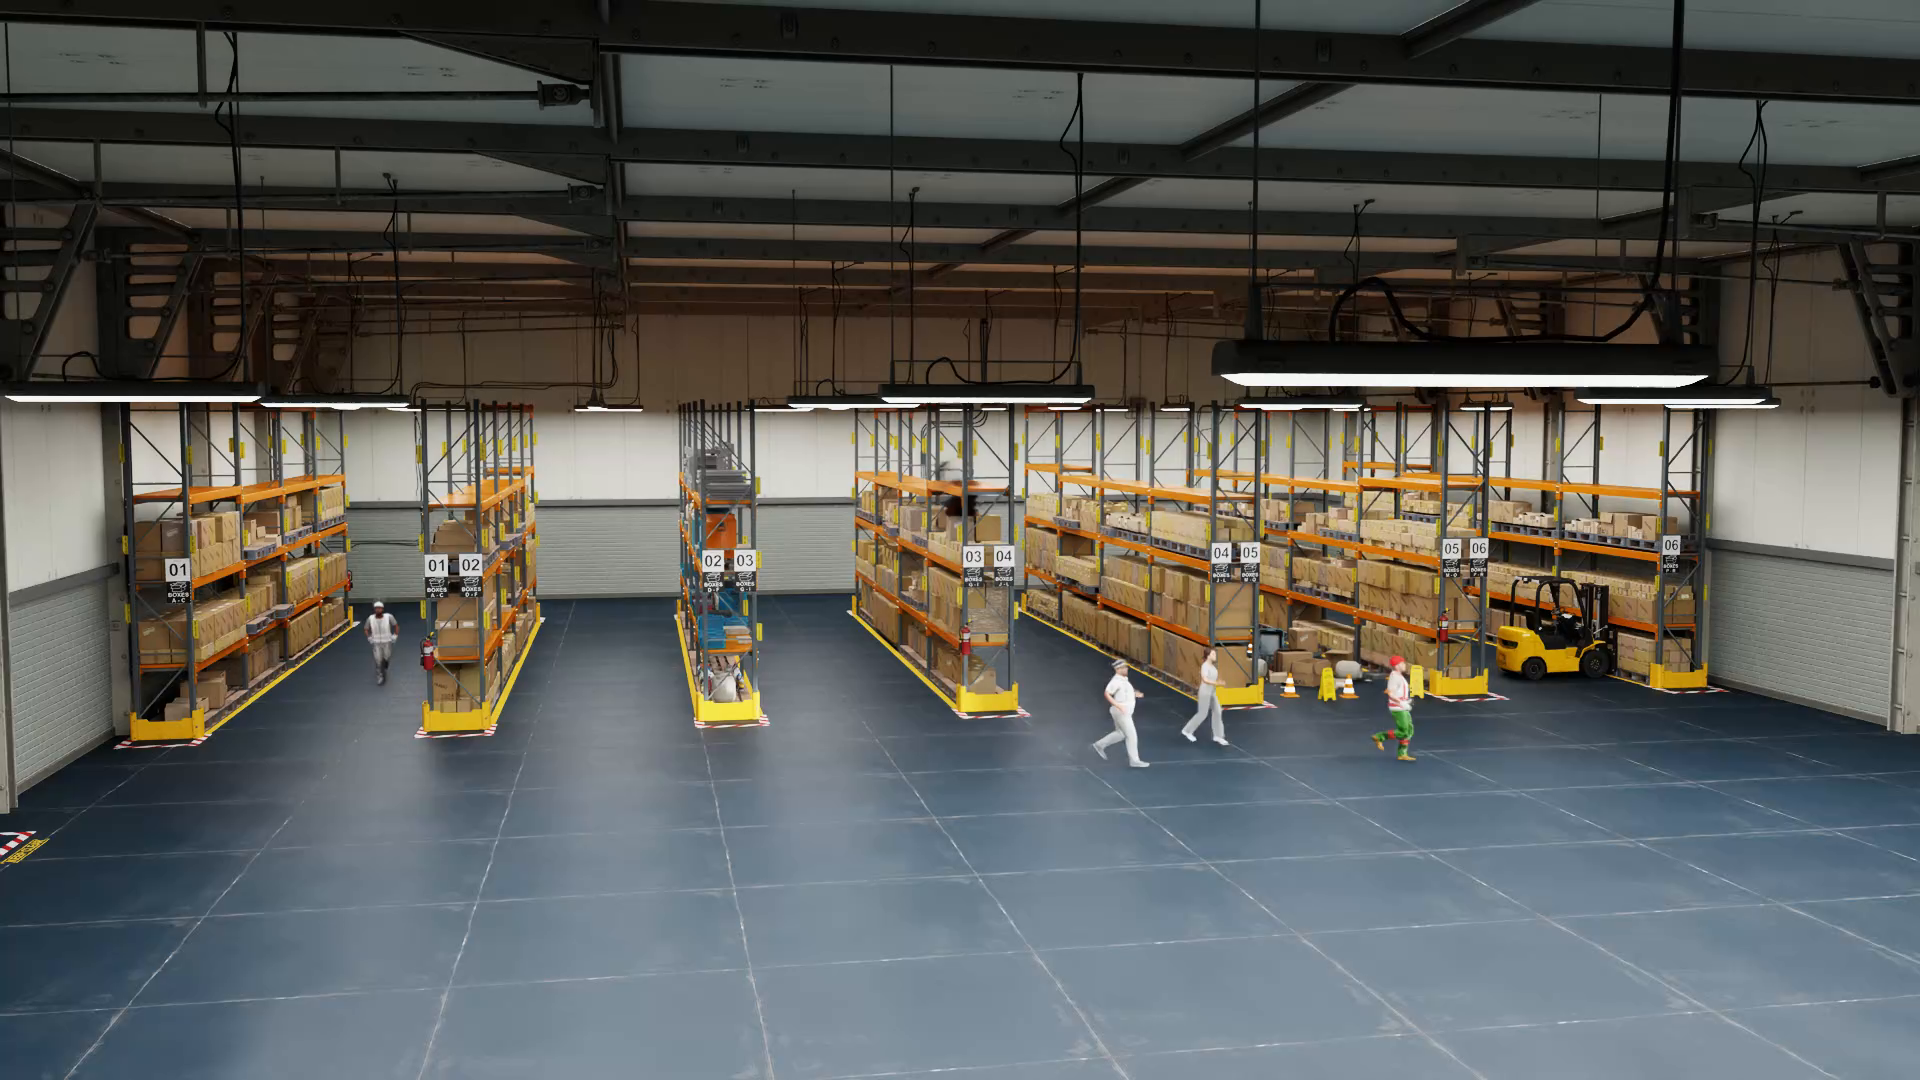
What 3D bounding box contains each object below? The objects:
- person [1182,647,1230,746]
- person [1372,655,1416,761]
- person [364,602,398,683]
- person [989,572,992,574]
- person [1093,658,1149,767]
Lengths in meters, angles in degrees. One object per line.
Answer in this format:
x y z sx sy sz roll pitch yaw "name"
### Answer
4.277 2.707 28.888 0.832 1.712 0.581 2 5 25 "person"
7.206 2.778 27.526 0.704 1.749 0.656 2 5 20 "person"
-12.320 2.187 35.386 0.689 1.739 0.530 -1 4 -16 "person"
0.582 1.290 48.351 0.743 1.629 0.707 1 4 13 "person"
2.612 2.791 27.016 0.953 1.755 0.651 1 4 13 "person"
